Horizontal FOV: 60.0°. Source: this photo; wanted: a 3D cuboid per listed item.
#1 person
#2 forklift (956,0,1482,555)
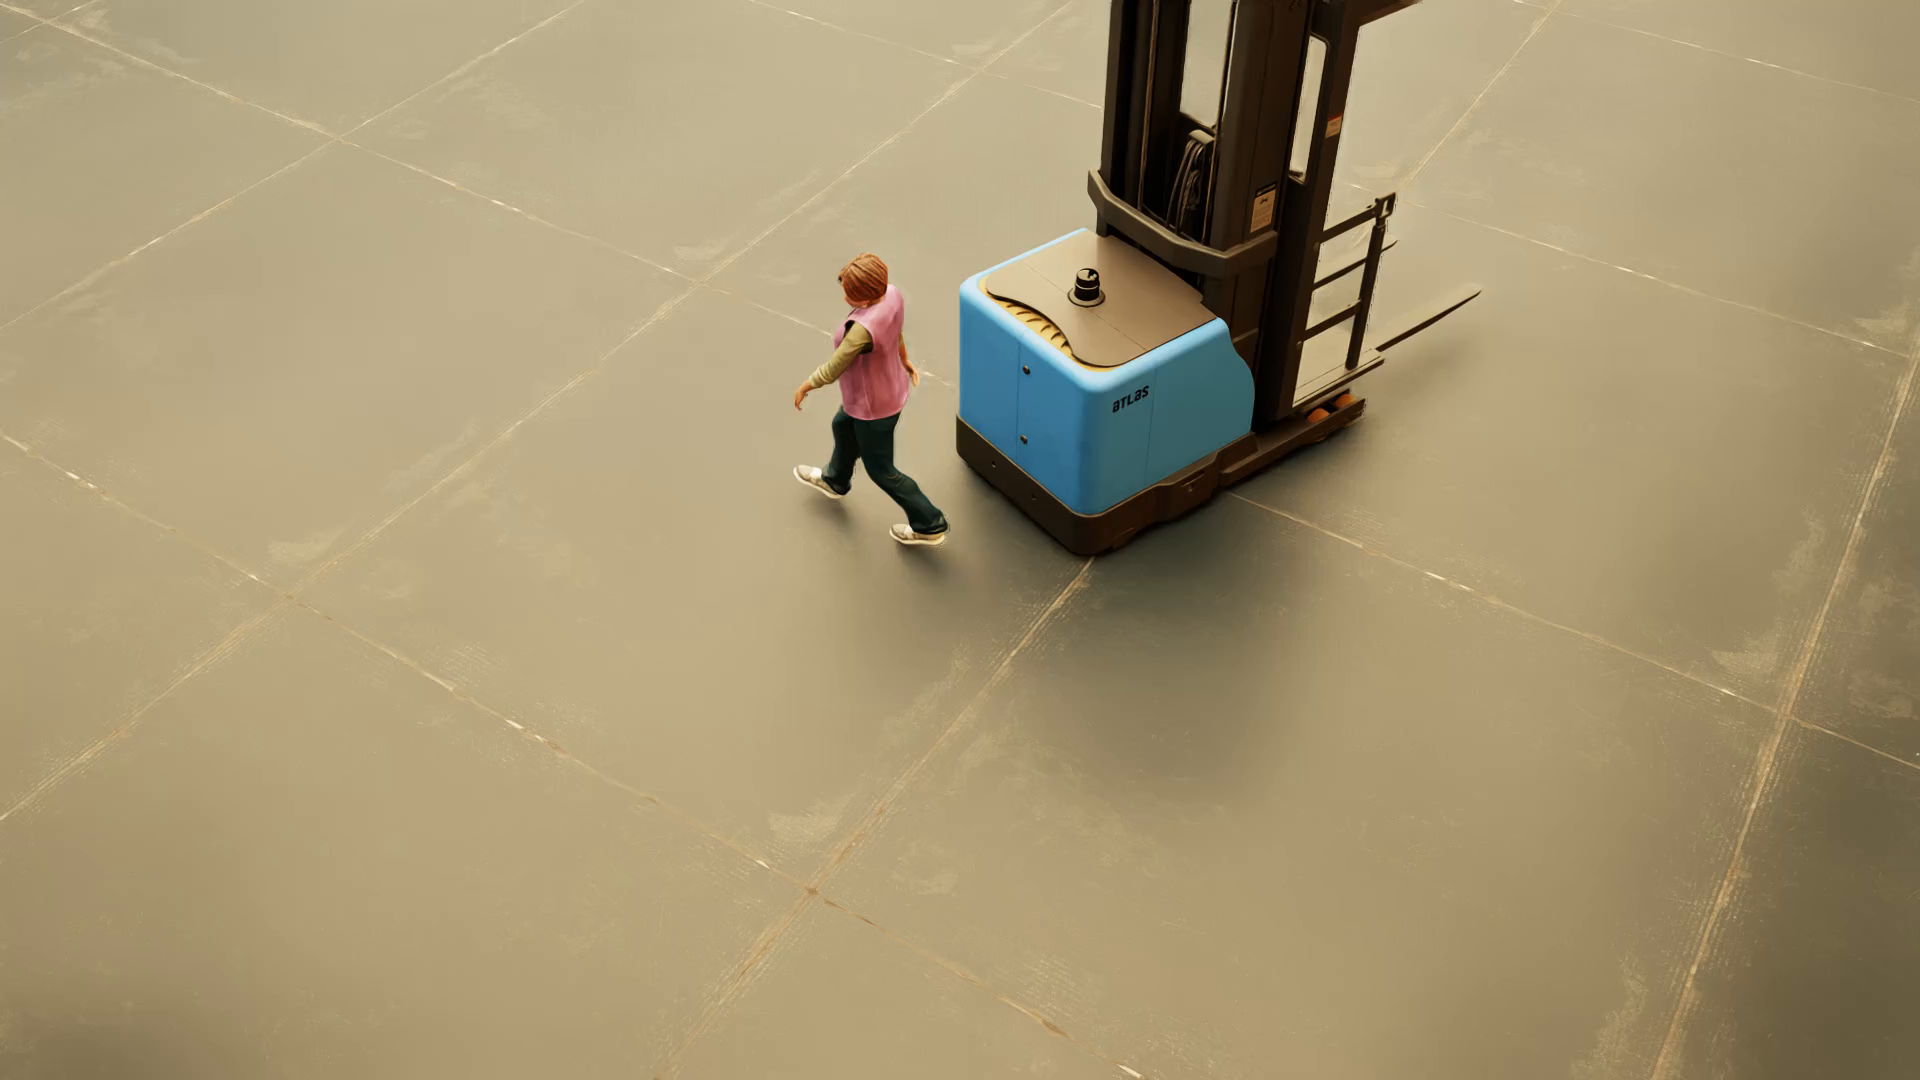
[{"bbox_3d":[-0.433,-0.689,7.568,0.835,1.533,0.525,8,44,9],"label":"person"},{"bbox_3d":[1.459,-1.832,7.780,3.031,2.935,1.130,-28,50,-26],"label":"forklift"}]
